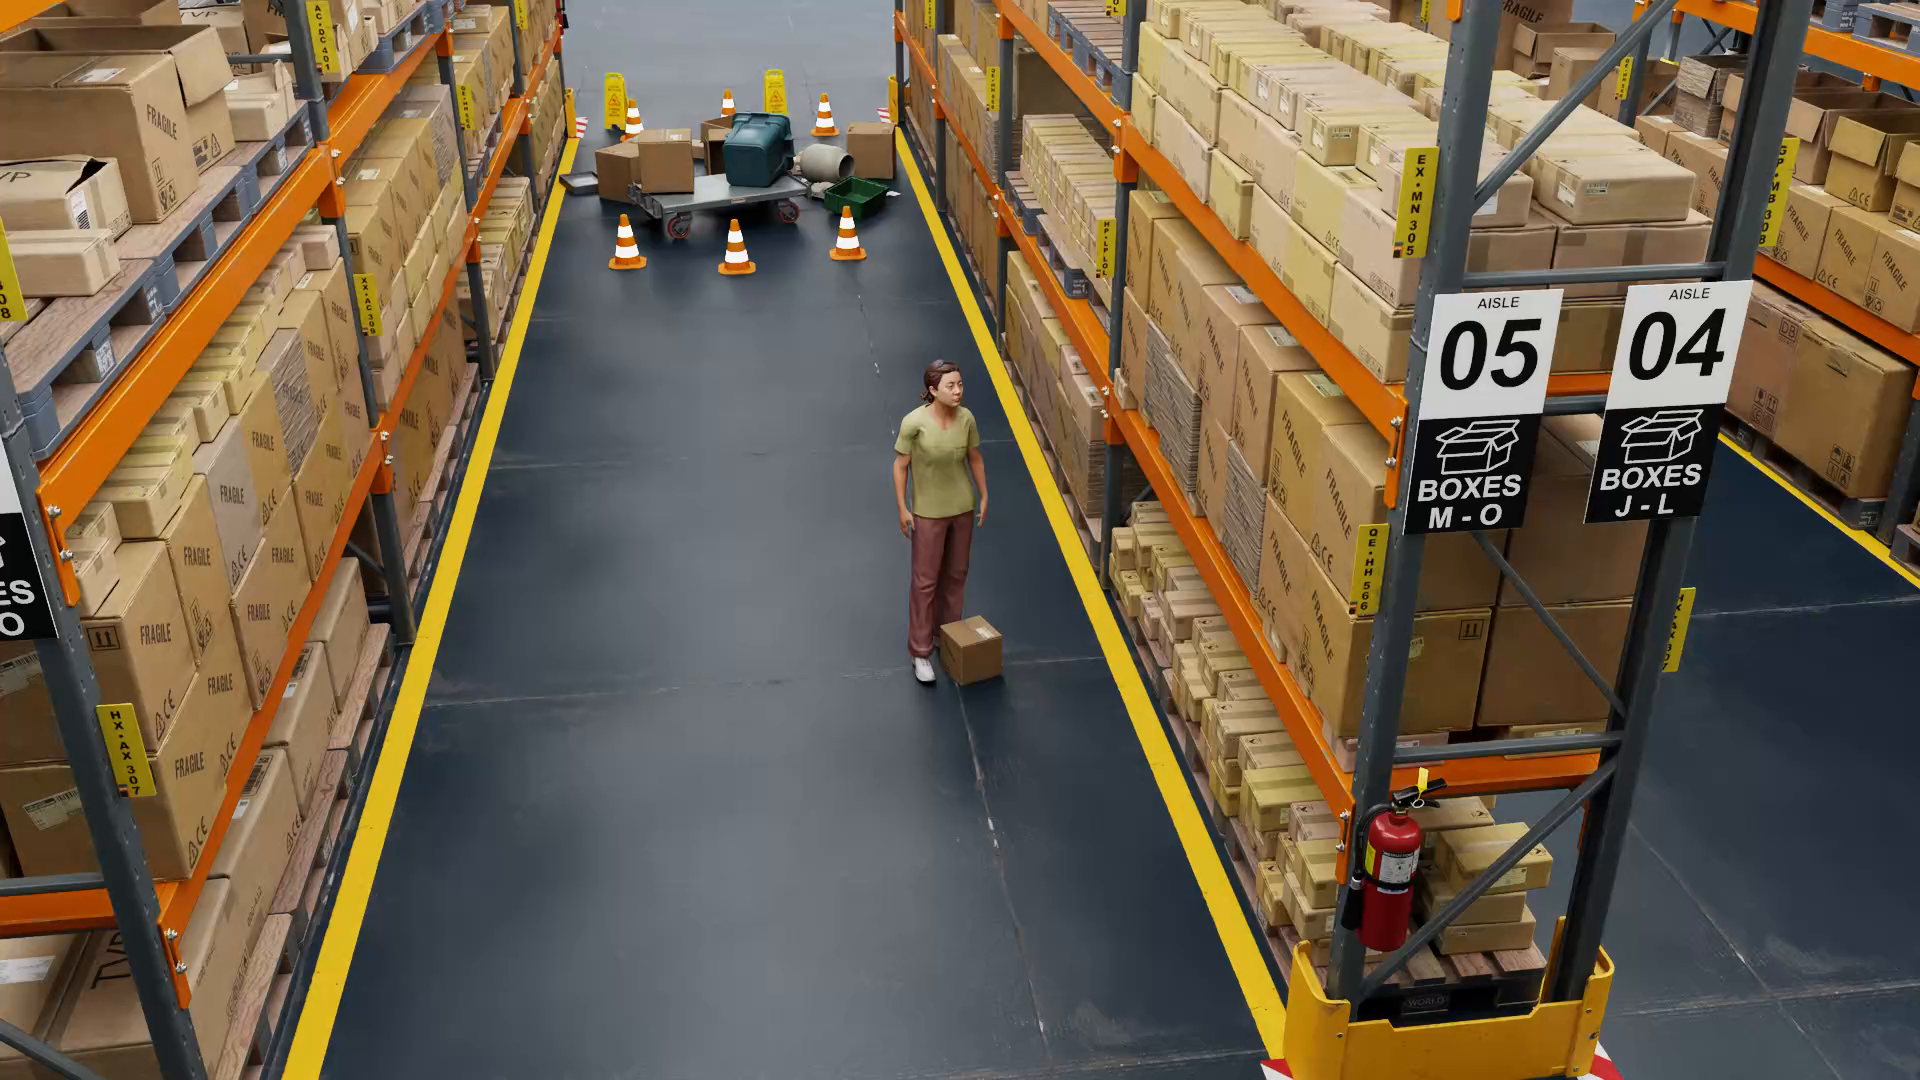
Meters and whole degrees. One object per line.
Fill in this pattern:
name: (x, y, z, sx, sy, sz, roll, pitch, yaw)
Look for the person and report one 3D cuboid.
person: (-0.067, -0.116, 8.845, 0.555, 1.655, 0.548, -13, 30, -24)
